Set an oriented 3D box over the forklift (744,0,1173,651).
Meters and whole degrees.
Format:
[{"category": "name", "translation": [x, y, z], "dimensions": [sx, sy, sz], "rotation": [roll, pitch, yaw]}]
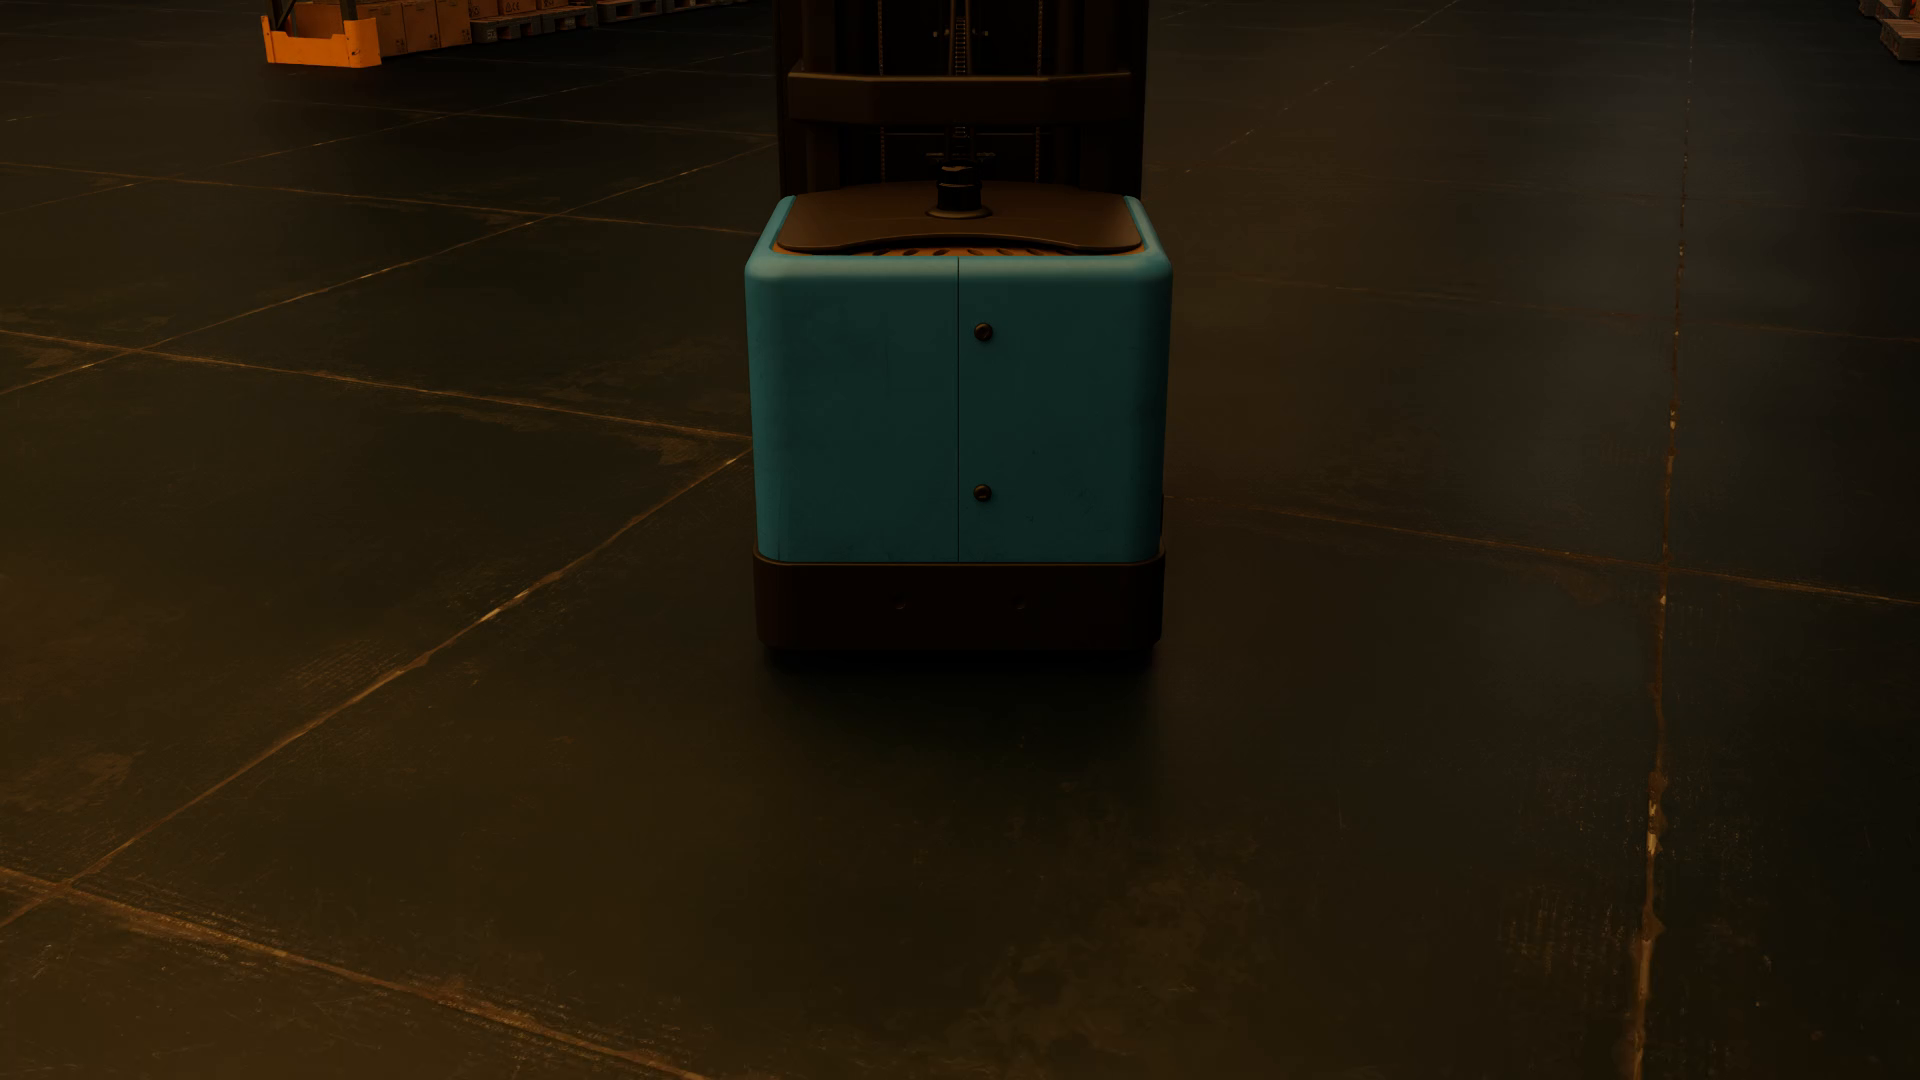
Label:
[{"category": "forklift", "translation": [0.002, -1.587, 5.089], "dimensions": [1.130, 2.935, 3.031], "rotation": [0, 23, 0]}]
